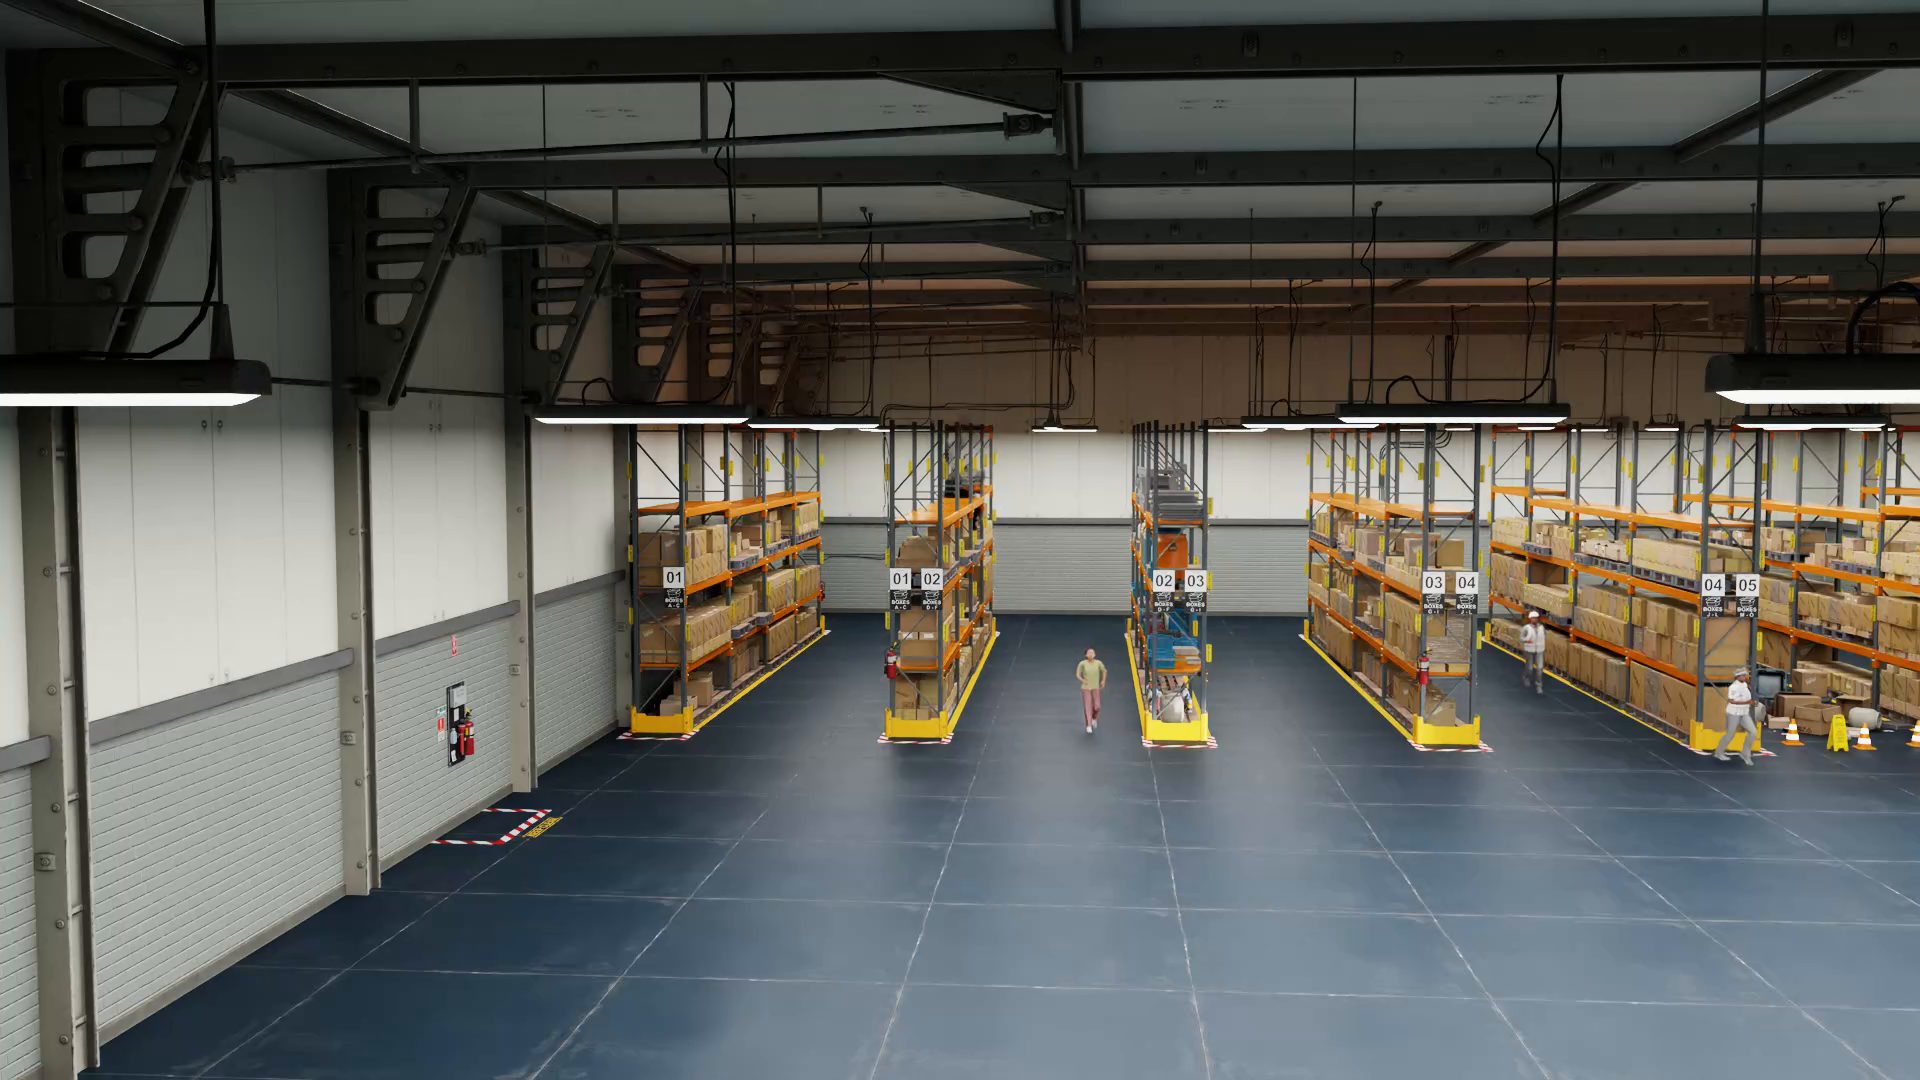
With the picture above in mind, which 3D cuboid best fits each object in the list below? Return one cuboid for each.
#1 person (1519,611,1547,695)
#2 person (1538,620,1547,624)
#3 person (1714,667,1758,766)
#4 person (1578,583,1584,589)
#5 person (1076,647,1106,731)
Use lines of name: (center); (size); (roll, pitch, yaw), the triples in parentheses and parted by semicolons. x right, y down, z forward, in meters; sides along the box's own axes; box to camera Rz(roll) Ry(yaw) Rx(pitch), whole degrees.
person: (12.776, 2.483, 37.040); (0.654, 1.787, 0.955); (0, 4, 5)
person: (16.456, 1.877, 47.415); (0.923, 1.706, 0.617); (0, 4, 5)
person: (13.497, 3.058, 28.913); (0.397, 1.731, 0.661); (-2, 4, -30)
person: (16.915, 2.006, 45.393); (0.582, 1.690, 0.649); (-1, 4, -13)
person: (2.526, 2.877, 32.008); (0.584, 1.638, 0.544); (0, 4, -3)
